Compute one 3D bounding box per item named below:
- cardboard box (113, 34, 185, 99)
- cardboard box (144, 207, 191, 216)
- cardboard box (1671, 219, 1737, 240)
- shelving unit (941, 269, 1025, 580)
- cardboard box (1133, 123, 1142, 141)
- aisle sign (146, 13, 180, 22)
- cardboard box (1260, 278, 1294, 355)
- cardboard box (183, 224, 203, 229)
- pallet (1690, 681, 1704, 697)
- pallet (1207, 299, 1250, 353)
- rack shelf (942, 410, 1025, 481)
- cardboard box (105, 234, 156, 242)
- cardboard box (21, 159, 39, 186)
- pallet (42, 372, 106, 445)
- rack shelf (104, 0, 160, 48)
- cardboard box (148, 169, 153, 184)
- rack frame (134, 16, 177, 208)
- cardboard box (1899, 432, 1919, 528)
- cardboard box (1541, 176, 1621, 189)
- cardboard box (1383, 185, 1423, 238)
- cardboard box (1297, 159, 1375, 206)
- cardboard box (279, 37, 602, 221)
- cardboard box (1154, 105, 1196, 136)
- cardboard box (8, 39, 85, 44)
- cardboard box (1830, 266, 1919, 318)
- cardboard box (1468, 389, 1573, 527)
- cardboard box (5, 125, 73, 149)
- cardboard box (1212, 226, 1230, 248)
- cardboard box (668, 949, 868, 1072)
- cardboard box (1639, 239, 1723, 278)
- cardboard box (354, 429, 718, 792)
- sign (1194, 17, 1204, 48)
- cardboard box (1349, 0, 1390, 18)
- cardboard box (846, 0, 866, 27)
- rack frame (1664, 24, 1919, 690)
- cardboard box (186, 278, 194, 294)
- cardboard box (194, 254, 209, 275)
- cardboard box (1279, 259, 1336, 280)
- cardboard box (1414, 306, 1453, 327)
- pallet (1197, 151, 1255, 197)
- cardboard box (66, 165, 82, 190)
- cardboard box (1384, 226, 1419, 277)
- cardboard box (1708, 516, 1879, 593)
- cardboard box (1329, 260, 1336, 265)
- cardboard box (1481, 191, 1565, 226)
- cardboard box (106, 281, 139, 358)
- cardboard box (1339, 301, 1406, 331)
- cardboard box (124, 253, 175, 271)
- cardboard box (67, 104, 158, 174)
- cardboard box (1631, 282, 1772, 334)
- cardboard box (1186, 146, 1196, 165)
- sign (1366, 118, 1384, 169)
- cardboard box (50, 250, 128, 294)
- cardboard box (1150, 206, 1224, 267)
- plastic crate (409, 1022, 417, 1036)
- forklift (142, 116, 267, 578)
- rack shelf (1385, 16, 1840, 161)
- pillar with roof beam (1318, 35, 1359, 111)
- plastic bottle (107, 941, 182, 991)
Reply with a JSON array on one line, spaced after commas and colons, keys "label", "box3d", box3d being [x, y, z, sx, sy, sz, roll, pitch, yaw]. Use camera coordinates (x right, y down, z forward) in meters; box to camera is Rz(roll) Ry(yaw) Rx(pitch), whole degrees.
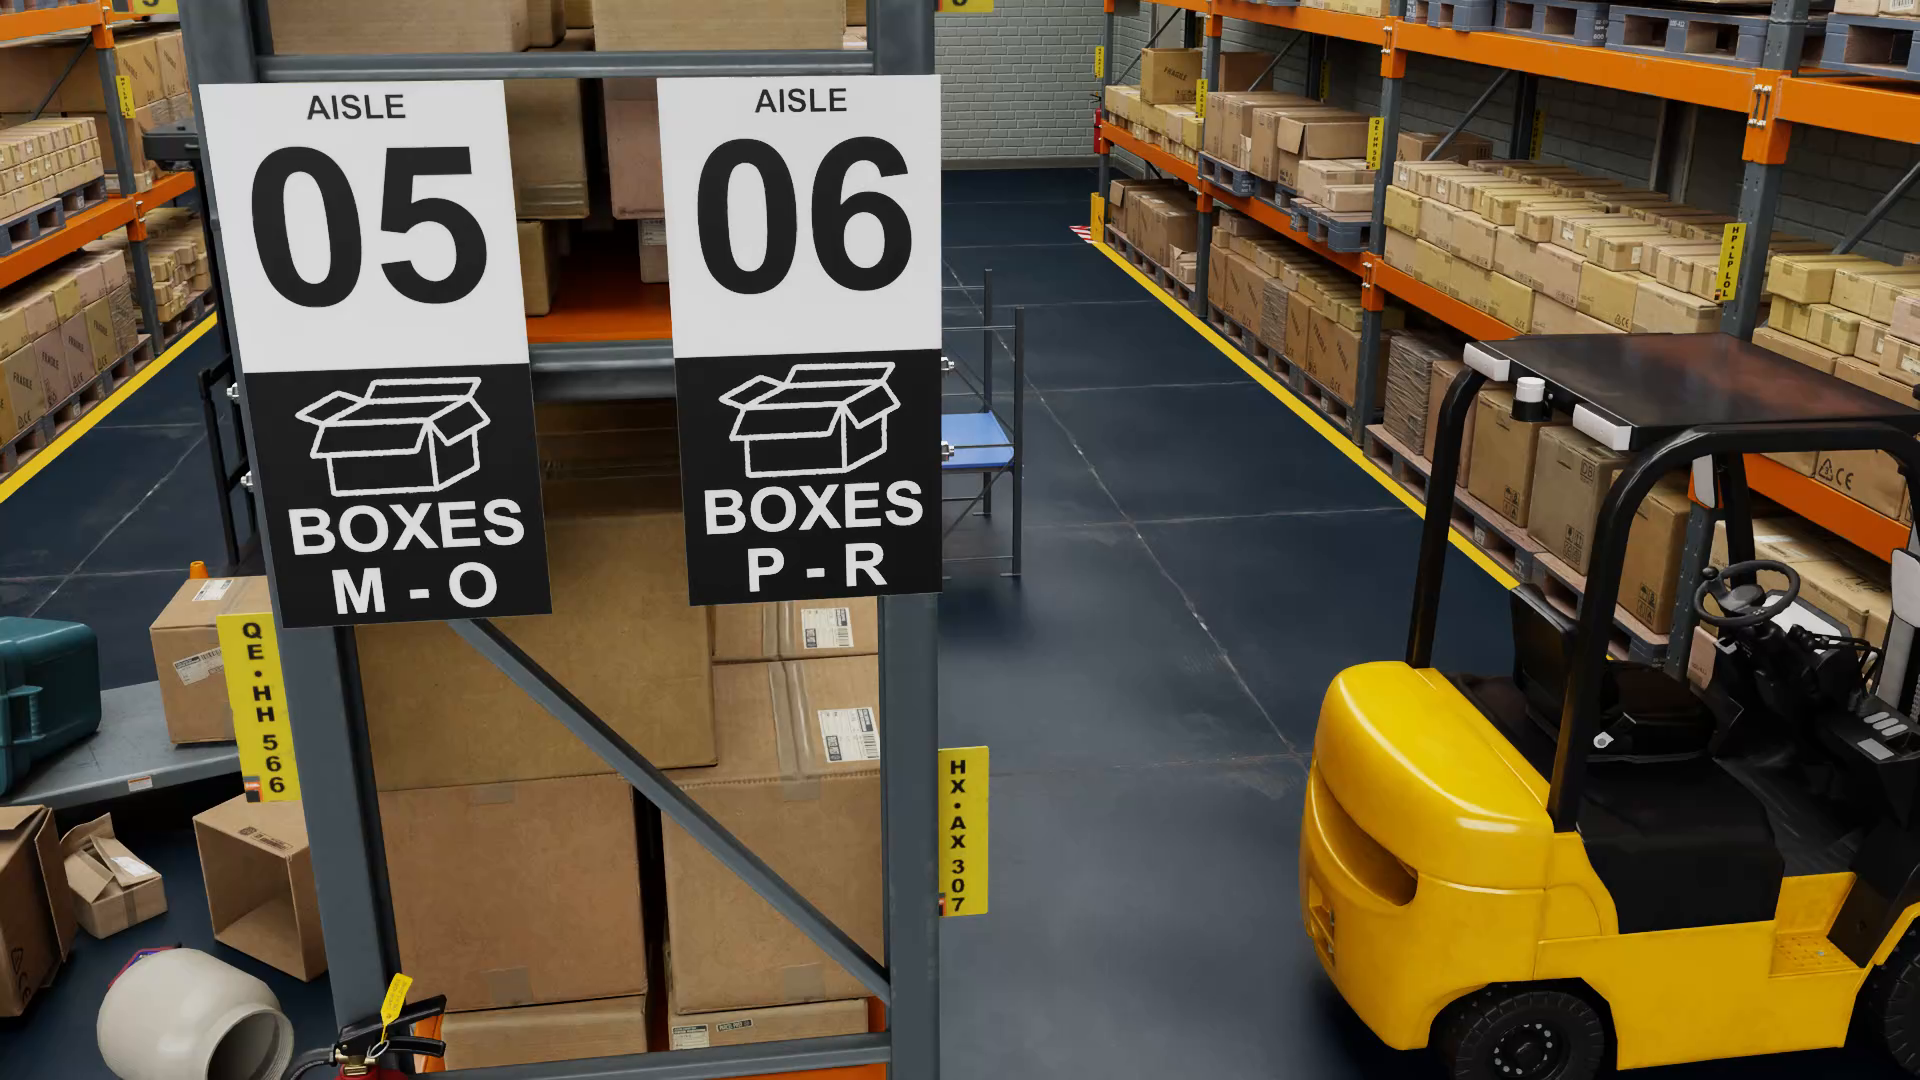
[{"label": "cardboard box", "box3d": [-7.108, -4.113, 14.444, 0.500, 0.500, 0.500, -3, 21, -7]}, {"label": "cardboard box", "box3d": [-7.989, -3.261, 16.785, 0.380, 0.149, 0.250, -4, 21, -10]}, {"label": "cardboard box", "box3d": [3.868, -1.542, 8.486, 0.380, 0.149, 0.250, -3, 21, -8]}, {"label": "shelving unit", "box3d": [0.012, -0.673, 9.375, 0.538, 1.500, 1.048, -3, 21, -8]}, {"label": "cardboard box", "box3d": [1.979, -4.162, 16.932, 0.380, 0.149, 0.250, -4, 21, -9]}, {"label": "aisle sign", "box3d": [-8.036, -5.548, 16.567, 0.394, 0.787, 0.004, -3, 21, -8]}, {"label": "cardboard box", "box3d": [2.713, -1.781, 13.171, 0.500, 0.500, 0.500, -4, 21, -10]}, {"label": "cardboard box", "box3d": [-7.191, -2.933, 15.906, 0.380, 0.149, 0.250, -2, 21, -6]}, {"label": "pallet", "box3d": [3.869, 0.882, 7.052, 1.003, 0.211, 1.213, -3, 21, -8]}, {"label": "pallet", "box3d": [2.798, -1.885, 14.462, 1.003, 0.211, 1.213, -3, 21, -8]}, {"label": "rack shelf", "box3d": [0.012, -0.505, 9.438, 0.538, 0.185, 1.000, -3, 21, -8]}, {"label": "cardboard box", "box3d": [-7.649, -2.724, 15.347, 0.380, 0.149, 0.250, -3, 21, -8]}, {"label": "cardboard box", "box3d": [-6.706, -2.569, 11.642, 0.380, 0.149, 0.250, -3, 21, -8]}, {"label": "pallet", "box3d": [-6.859, -0.936, 11.920, 1.003, 0.211, 1.213, -3, 21, -8]}, {"label": "rack shelf", "box3d": [-7.440, -4.696, 14.742, 1.077, 0.370, 4.000, -3, 21, -8]}, {"label": "cardboard box", "box3d": [-6.980, -3.018, 13.867, 0.380, 0.149, 0.250, -2, 21, -6]}, {"label": "rack frame", "box3d": [-7.729, -4.320, 16.995, 1.000, 3.000, 0.127, -3, 21, -8]}, {"label": "cardboard box", "box3d": [3.767, -0.227, 5.893, 0.500, 0.500, 0.500, -3, 21, -8]}, {"label": "cardboard box", "box3d": [3.696, -2.075, 9.916, 0.380, 0.149, 0.250, -3, 21, -9]}, {"label": "cardboard box", "box3d": [3.017, -2.083, 10.506, 0.500, 0.250, 0.500, -3, 21, -8]}, {"label": "cardboard box", "box3d": [2.747, -2.562, 11.902, 0.500, 0.250, 0.500, -4, 21, -10]}, {"label": "cardboard box", "box3d": [-0.879, -0.703, 2.812, 0.500, 0.250, 0.500, -3, 21, -8]}, {"label": "cardboard box", "box3d": [2.183, -4.050, 16.063, 0.500, 0.250, 0.500, -3, 21, -8]}, {"label": "cardboard box", "box3d": [-7.567, -3.917, 13.920, 0.500, 0.500, 0.500, -4, 21, -9]}, {"label": "cardboard box", "box3d": [3.693, -0.981, 6.560, 0.380, 0.149, 0.250, -3, 21, -7]}, {"label": "cardboard box", "box3d": [3.495, -0.495, 9.548, 0.875, 0.625, 0.625, -4, 21, -10]}, {"label": "cardboard box", "box3d": [-6.826, -2.981, 12.319, 0.380, 0.149, 0.250, -4, 21, -9]}, {"label": "cardboard box", "box3d": [2.431, -2.663, 14.605, 0.380, 0.149, 0.250, -2, 21, -5]}, {"label": "cardboard box", "box3d": [-0.383, 0.925, 3.312, 0.380, 0.149, 0.250, -3, 21, -8]}, {"label": "cardboard box", "box3d": [3.489, -1.335, 7.933, 0.380, 0.149, 0.250, -3, 21, -8]}, {"label": "cardboard box", "box3d": [-0.828, 0.115, 3.125, 0.700, 0.500, 0.500, -3, 21, -9]}, {"label": "sign", "box3d": [2.618, -5.568, 18.229, 0.100, 0.325, 0.005, -3, 21, -8]}, {"label": "cardboard box", "box3d": [2.905, -3.587, 10.959, 0.500, 0.250, 0.500, -4, 21, -10]}, {"label": "cardboard box", "box3d": [-0.377, -1.126, 3.376, 0.380, 0.149, 0.250, -3, 21, -8]}, {"label": "rack frame", "box3d": [3.796, -0.701, 7.307, 1.000, 3.000, 0.127, -3, 21, -8]}, {"label": "cardboard box", "box3d": [-7.172, -2.291, 15.037, 0.380, 0.149, 0.250, -4, 21, -10]}, {"label": "cardboard box", "box3d": [-7.110, -2.523, 15.234, 0.380, 0.149, 0.250, -3, 21, -8]}, {"label": "cardboard box", "box3d": [2.749, -2.122, 13.157, 0.380, 0.149, 0.250, -3, 21, -8]}, {"label": "cardboard box", "box3d": [3.453, -1.612, 11.791, 0.380, 0.149, 0.250, -2, 21, -5]}, {"label": "pallet", "box3d": [2.650, -3.099, 14.001, 1.003, 0.211, 1.213, -3, 21, -8]}, {"label": "cardboard box", "box3d": [-6.827, -2.710, 12.444, 0.380, 0.149, 0.250, -3, 21, -8]}, {"label": "cardboard box", "box3d": [3.042, -1.850, 10.597, 0.500, 0.250, 0.500, -3, 21, -8]}, {"label": "cardboard box", "box3d": [3.555, 0.105, 7.049, 0.500, 0.250, 0.500, -3, 21, -9]}, {"label": "cardboard box", "box3d": [3.210, -2.242, 13.477, 0.380, 0.149, 0.250, -3, 21, -7]}, {"label": "cardboard box", "box3d": [3.171, -1.865, 9.354, 0.380, 0.149, 0.250, -2, 21, -7]}, {"label": "cardboard box", "box3d": [-6.796, -1.717, 12.999, 0.500, 0.500, 0.500, -3, 21, -9]}, {"label": "cardboard box", "box3d": [2.898, -1.574, 11.689, 0.380, 0.149, 0.250, -4, 21, -10]}, {"label": "cardboard box", "box3d": [-7.063, -2.388, 14.447, 0.380, 0.149, 0.250, -3, 21, -9]}, {"label": "cardboard box", "box3d": [-6.974, -3.305, 13.711, 0.500, 0.500, 0.500, -3, 21, -9]}, {"label": "cardboard box", "box3d": [3.472, -1.022, 7.666, 0.500, 0.250, 0.500, -3, 21, -9]}, {"label": "cardboard box", "box3d": [2.288, -3.540, 15.267, 0.380, 0.149, 0.250, -2, 21, -6]}, {"label": "sign", "box3d": [2.684, -2.561, 10.744, 0.100, 0.325, 0.005, -3, 21, -8]}, {"label": "cardboard box", "box3d": [-6.794, -2.067, 12.863, 0.500, 0.250, 0.500, -3, 21, -9]}, {"label": "cardboard box", "box3d": [2.295, -3.008, 16.455, 0.700, 0.500, 0.500, -4, 21, -10]}, {"label": "plastic crate", "box3d": [-1.700, 1.503, 5.578, 0.402, 0.080, 0.583, -11, 23, -26]}, {"label": "forklift", "box3d": [-3.190, -1.029, 8.282, 1.130, 2.935, 3.031, -2, 21, -6]}, {"label": "rack shelf", "box3d": [3.508, -2.462, 8.762, 1.077, 0.370, 4.000, -3, 21, -8]}, {"label": "pillar with roof beam", "box3d": [-0.825, -6.351, 13.859, 9.100, 9.000, 0.400, -3, 21, -8]}, {"label": "plastic bottle", "box3d": [-2.785, 1.468, 5.698, 0.133, 0.061, 0.283, 1, 20, 2]}]
